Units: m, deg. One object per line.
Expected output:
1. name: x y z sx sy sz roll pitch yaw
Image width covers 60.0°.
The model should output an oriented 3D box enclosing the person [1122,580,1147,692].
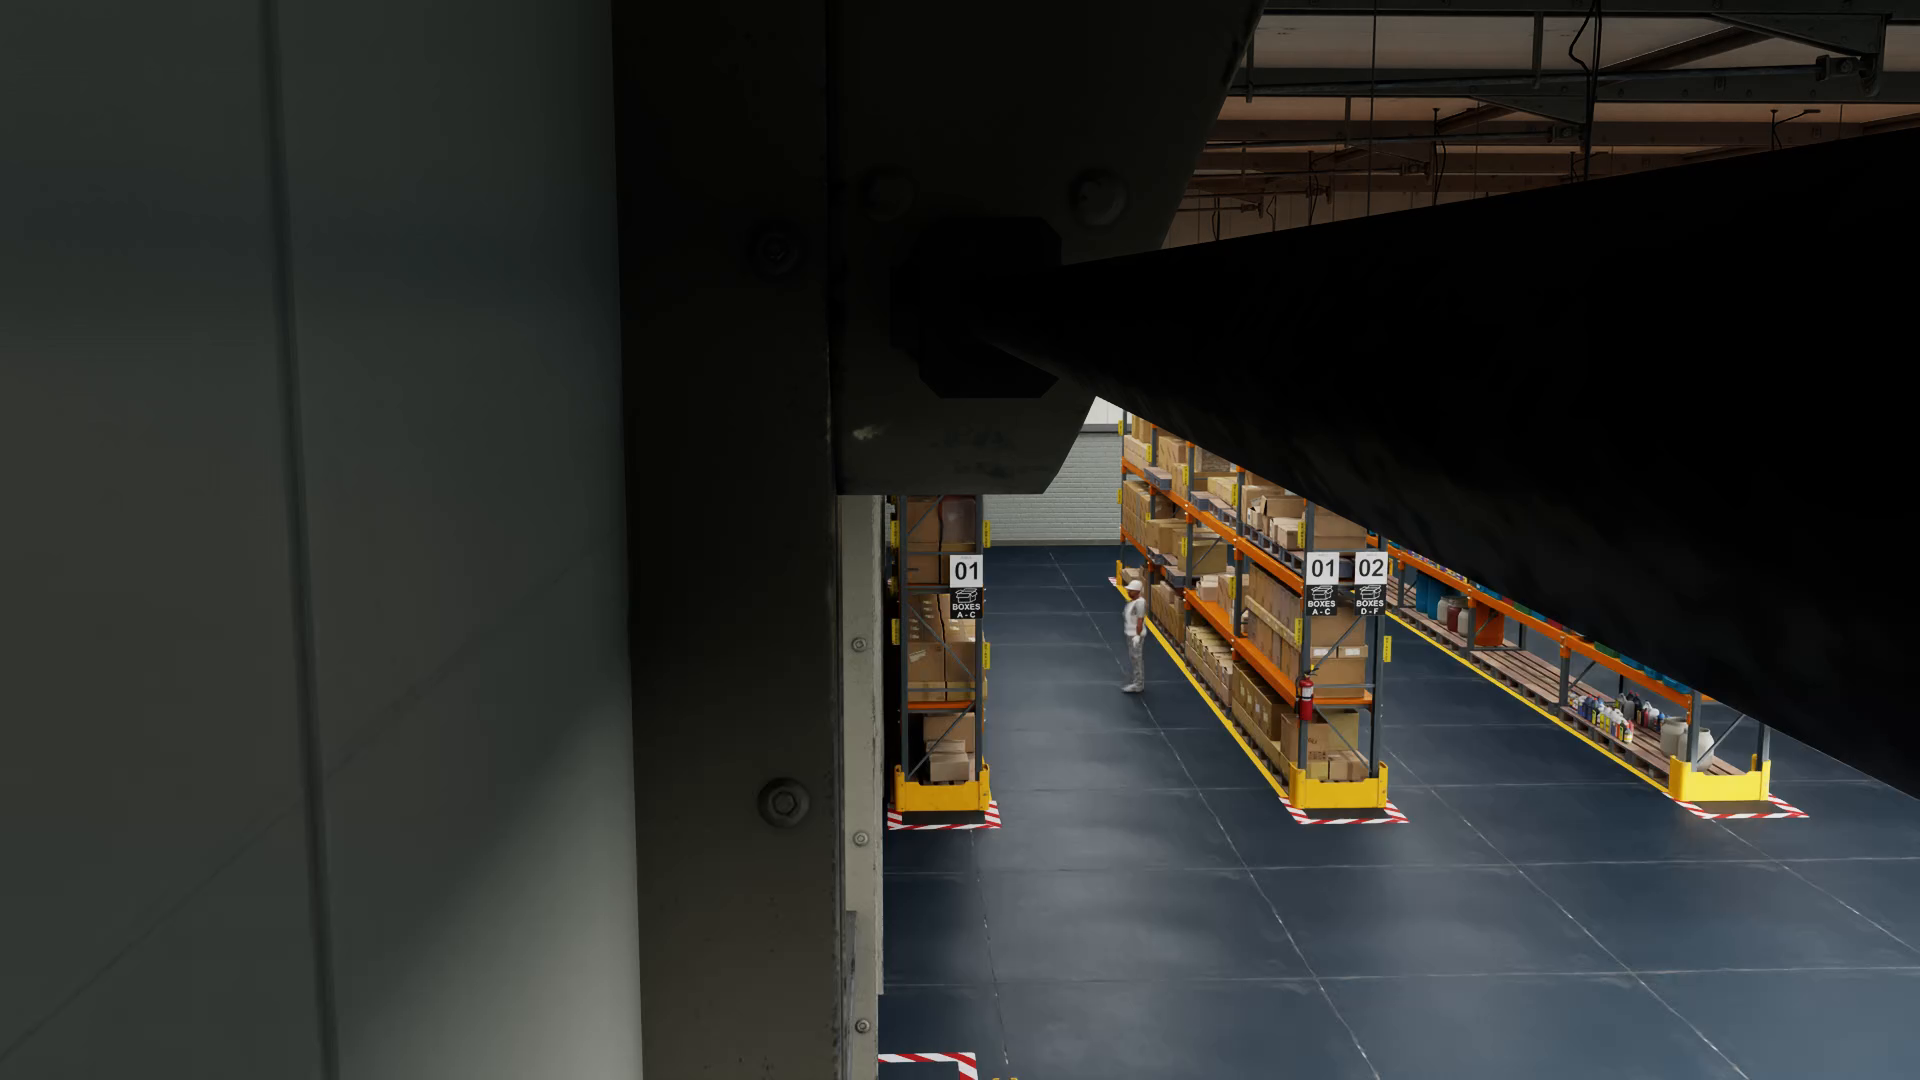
1. person: 2.771 1.529 26.584 0.394 1.796 0.645 -1 8 -6
